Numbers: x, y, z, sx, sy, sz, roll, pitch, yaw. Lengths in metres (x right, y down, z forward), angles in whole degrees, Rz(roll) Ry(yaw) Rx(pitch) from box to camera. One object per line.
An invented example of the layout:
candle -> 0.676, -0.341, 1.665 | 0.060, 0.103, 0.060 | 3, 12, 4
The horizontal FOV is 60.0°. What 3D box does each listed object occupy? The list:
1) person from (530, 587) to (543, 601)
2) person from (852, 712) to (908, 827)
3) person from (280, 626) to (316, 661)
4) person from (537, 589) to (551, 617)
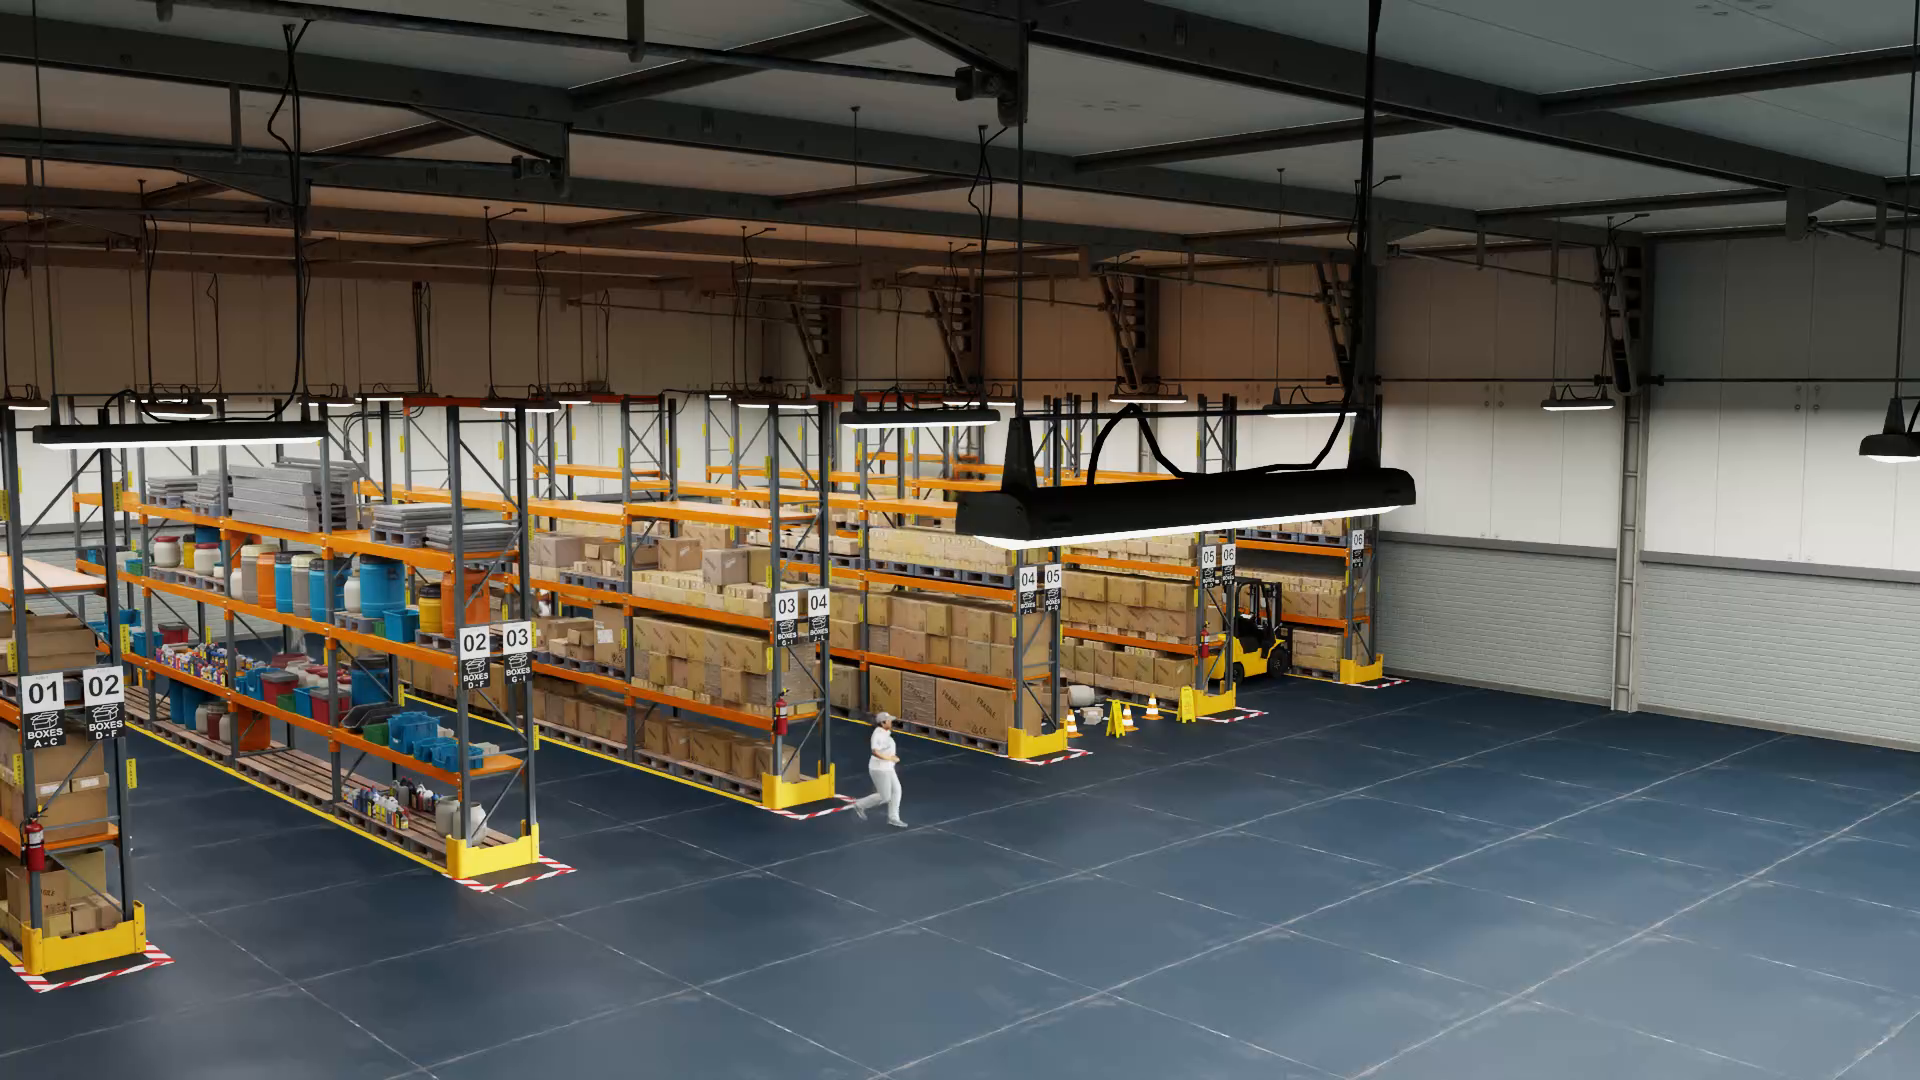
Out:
person -> -10.440, 1.524, 40.855 | 0.870, 1.737, 0.825 | -3, 6, -30
person -> -1.132, 3.255, 23.540 | 0.783, 1.667, 0.645 | 0, 6, 5
person -> -14.726, 1.906, 36.858 | 0.853, 1.676, 0.629 | -5, 8, -43
person -> -9.147, 1.933, 36.728 | 0.597, 1.732, 0.661 | 5, 7, 41
